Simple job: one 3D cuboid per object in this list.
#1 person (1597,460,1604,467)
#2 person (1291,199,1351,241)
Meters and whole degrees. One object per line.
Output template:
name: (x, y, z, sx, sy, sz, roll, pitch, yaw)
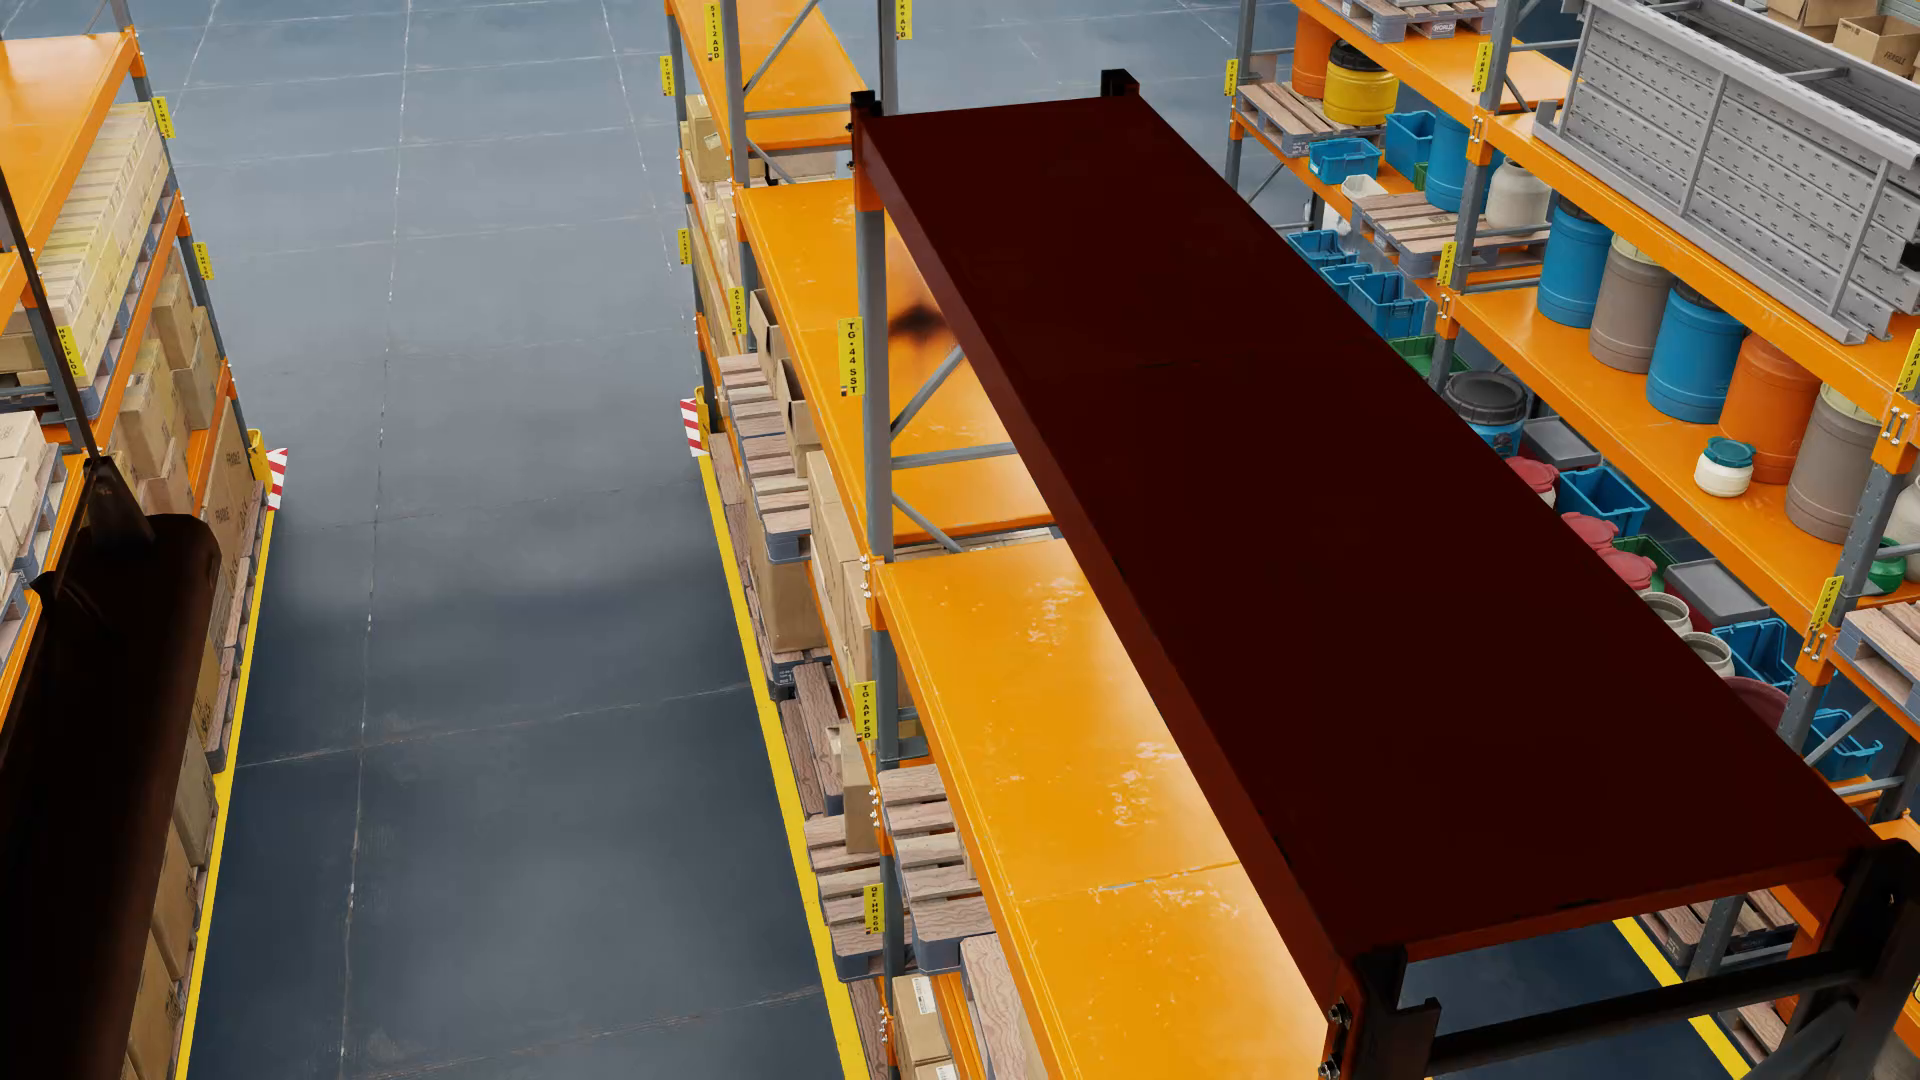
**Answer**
person: (5.497, -1.370, 14.568, 0.657, 1.760, 0.870, -13, 36, -18)
person: (3.607, -3.009, 16.971, 0.591, 1.700, 0.726, 24, 41, 31)
